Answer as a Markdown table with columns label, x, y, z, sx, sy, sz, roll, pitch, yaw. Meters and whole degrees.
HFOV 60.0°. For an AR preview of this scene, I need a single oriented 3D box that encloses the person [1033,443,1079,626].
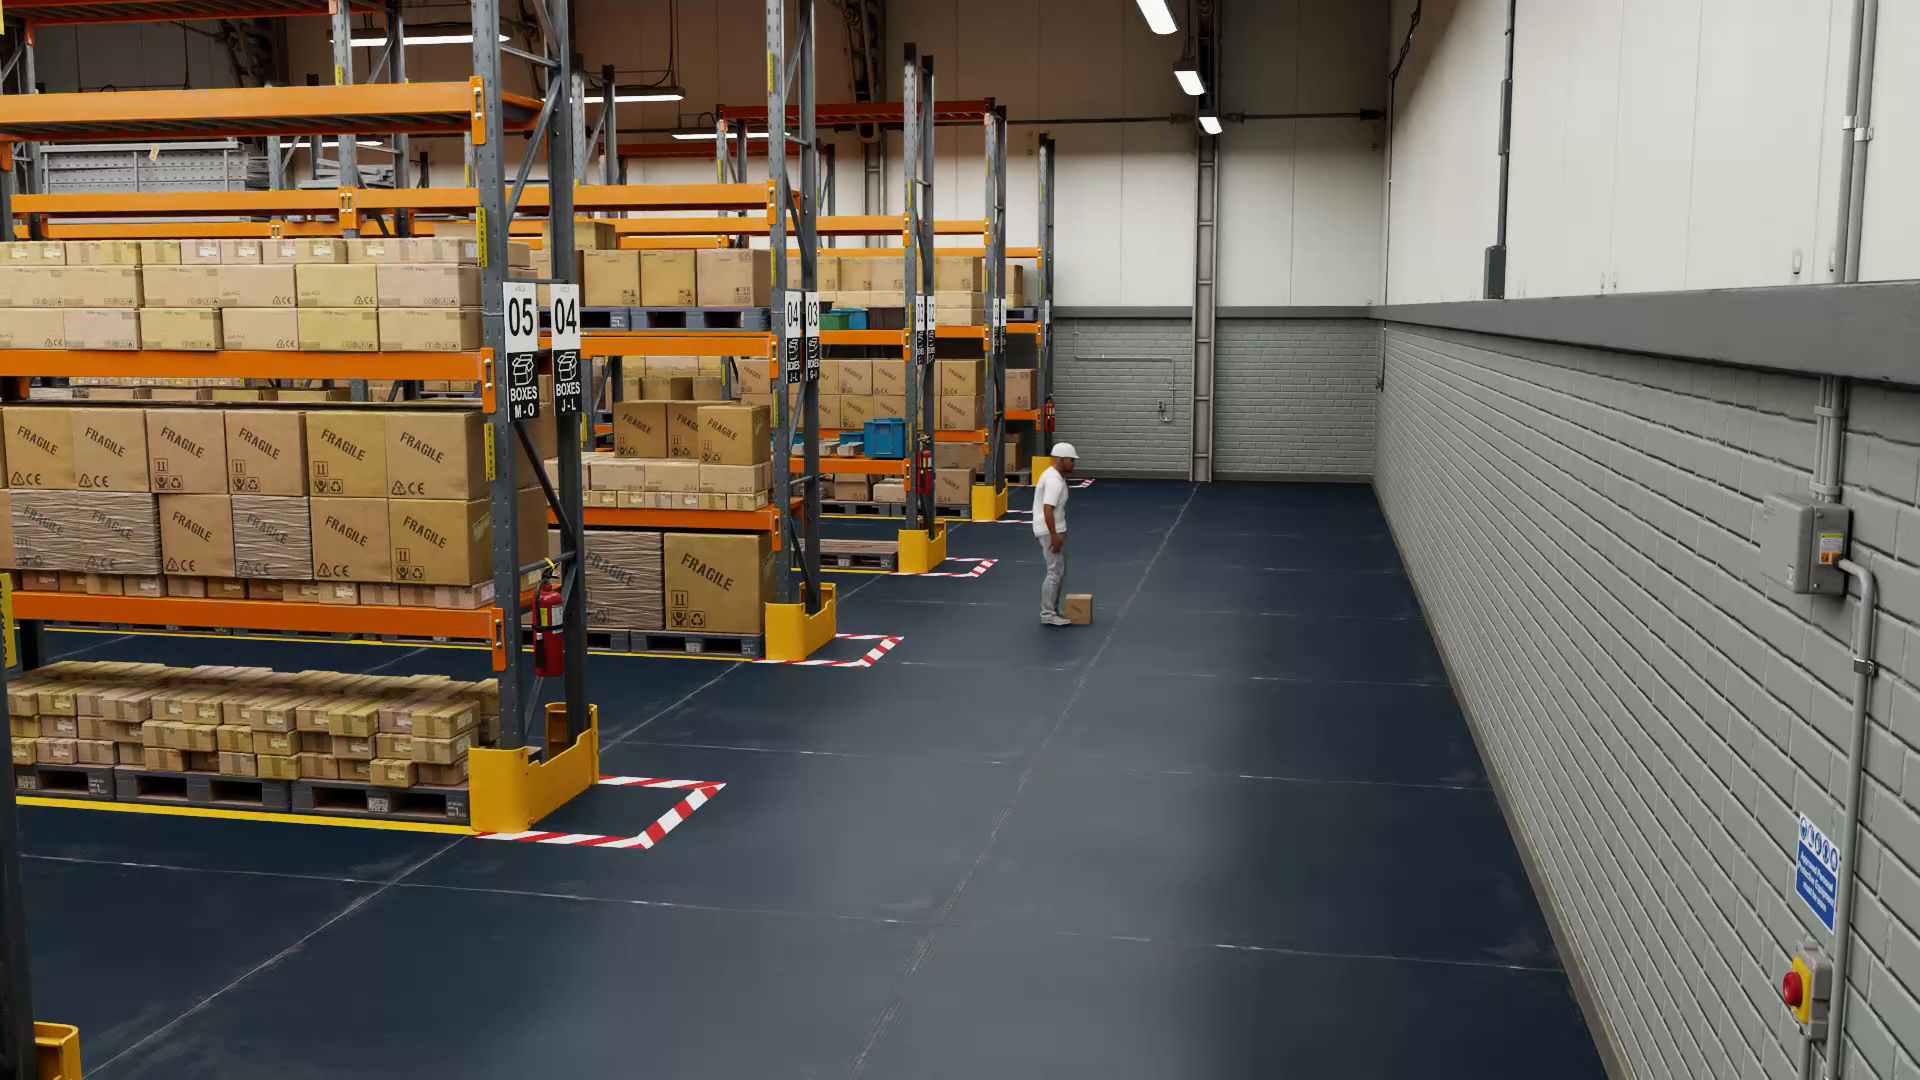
| label | x | y | z | sx | sy | sz | roll | pitch | yaw |
| --- | --- | --- | --- | --- | --- | --- | --- | --- | --- |
| person | 0.942 | -0.072 | 16.271 | 0.462 | 1.759 | 0.628 | 1 | 8 | 8 |
